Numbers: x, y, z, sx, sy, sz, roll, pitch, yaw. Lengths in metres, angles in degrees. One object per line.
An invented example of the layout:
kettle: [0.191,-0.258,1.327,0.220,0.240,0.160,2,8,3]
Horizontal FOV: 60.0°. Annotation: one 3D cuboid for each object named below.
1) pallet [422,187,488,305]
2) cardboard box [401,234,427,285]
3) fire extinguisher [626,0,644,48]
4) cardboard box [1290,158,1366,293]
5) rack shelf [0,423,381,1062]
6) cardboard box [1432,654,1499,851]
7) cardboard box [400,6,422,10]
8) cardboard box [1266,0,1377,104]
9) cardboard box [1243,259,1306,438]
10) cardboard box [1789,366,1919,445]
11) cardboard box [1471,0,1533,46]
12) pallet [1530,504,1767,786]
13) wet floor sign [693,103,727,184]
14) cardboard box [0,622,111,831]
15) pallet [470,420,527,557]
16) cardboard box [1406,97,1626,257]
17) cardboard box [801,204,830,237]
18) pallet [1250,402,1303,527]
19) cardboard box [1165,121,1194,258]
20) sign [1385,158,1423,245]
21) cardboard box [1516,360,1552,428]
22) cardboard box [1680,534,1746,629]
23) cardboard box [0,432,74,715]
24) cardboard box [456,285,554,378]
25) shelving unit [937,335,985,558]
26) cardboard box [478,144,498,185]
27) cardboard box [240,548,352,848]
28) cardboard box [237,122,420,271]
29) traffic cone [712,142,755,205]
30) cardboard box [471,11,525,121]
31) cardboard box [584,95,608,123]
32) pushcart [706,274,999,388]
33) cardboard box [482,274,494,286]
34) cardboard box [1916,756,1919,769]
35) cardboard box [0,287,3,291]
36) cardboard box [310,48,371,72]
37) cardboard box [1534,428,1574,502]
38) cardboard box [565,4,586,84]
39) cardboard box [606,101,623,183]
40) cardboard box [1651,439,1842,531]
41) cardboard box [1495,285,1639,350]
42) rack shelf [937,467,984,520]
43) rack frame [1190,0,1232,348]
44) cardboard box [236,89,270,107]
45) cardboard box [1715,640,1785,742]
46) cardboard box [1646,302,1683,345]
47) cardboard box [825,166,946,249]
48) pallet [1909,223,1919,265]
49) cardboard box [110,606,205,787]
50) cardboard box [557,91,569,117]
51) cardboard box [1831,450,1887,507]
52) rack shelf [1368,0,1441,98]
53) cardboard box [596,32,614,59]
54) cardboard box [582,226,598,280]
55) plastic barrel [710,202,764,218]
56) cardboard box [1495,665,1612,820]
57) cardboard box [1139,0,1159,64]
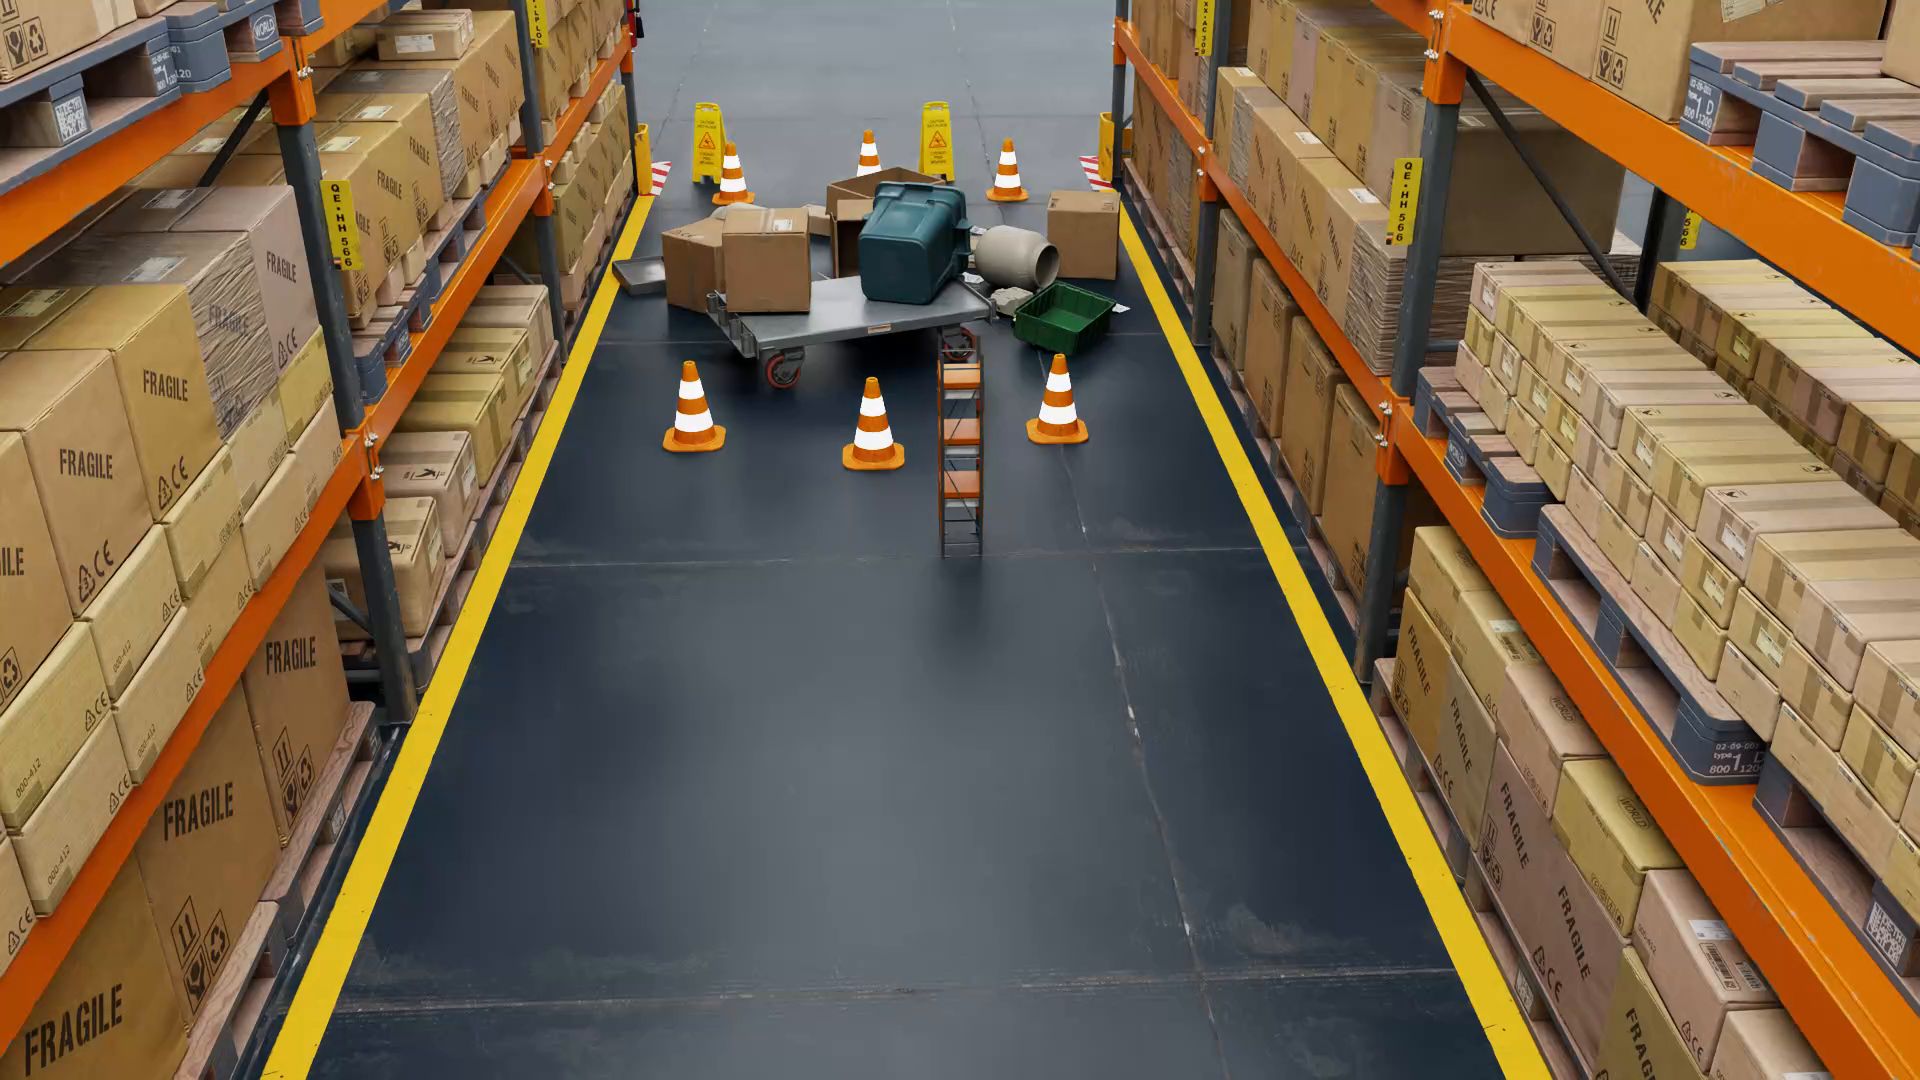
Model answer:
pallet: [-2.886,-1.413,7.923,1.003,0.211,1.213,-1,28,-3]
cardboard box: [-2.517,-1.201,7.126,0.380,0.149,0.250,-1,28,-2]
fire extinguisher: [-2.706,-4.309,13.352,0.296,0.674,0.183,-1,28,-3]
cardboard box: [1.854,-1.458,7.694,0.500,0.500,0.500,-2,28,-4]
rack shelf: [-2.638,0.658,4.523,1.077,0.370,4.000,-1,28,-3]
cardboard box: [2.008,0.736,5.844,0.500,0.500,0.500,-1,28,-2]
cardboard box: [-3.256,-3.045,10.415,0.500,0.500,0.500,0,28,-1]
cardboard box: [2.048,-2.619,8.839,0.700,0.500,0.500,-2,28,-3]
cardboard box: [2.156,-1.057,9.011,1.050,0.750,0.750,-1,28,-3]
cardboard box: [2.728,-0.403,4.952,0.380,0.149,0.250,-1,28,-3]
cardboard box: [1.960,-1.855,5.211,0.500,0.500,0.500,-1,28,-3]
pallet: [2.340,0.247,4.740,1.003,0.211,1.213,-1,28,-3]
wet floor sign: [-2.101,-3.349,13.973,0.267,0.644,0.232,8,29,15]
cardboard box: [-2.330,0.424,3.816,0.500,0.250,0.500,-1,28,-2]
pallet: [-2.842,-0.271,8.542,1.003,0.211,1.213,-1,28,-3]
cardboard box: [2.182,-1.446,6.590,0.700,0.500,0.500,-2,28,-3]
cardboard box: [-1.074,-2.459,12.804,0.380,0.149,0.250,13,30,24]
pallet: [2.169,-0.443,8.870,1.003,0.211,1.213,-1,28,-3]
cardboard box: [1.973,-2.551,11.740,0.875,0.875,0.875,-1,28,-2]
sign: [1.642,-1.249,6.150,0.100,0.325,0.005,-1,28,-3]
cardboard box: [2.054,-0.481,5.425,0.380,0.149,0.250,-2,28,-4]
cardboard box: [2.114,0.102,4.307,0.380,0.149,0.250,-1,28,-2]
cardboard box: [-2.347,0.099,3.628,0.500,0.500,0.500,-2,28,-4]
cardboard box: [-2.921,-1.211,9.716,0.950,0.372,0.625,-1,28,-2]
shelving unit: [0.003,-0.441,7.960,0.215,1.050,0.252,-1,28,-3]
cardboard box: [-2.586,-1.918,8.501,0.380,0.149,0.250,-1,28,-2]
cardboard box: [-2.789,0.492,5.906,0.875,0.875,0.875,-2,28,-3]
cardboard box: [-2.569,-1.401,6.809,0.500,0.500,0.500,0,28,0]
traffic cone: [-1.849,-2.987,13.477,0.336,0.463,0.334,-1,28,-3]
cardboard box: [-2.698,-2.587,9.082,0.500,0.500,0.500,-2,28,-4]
cardboard box: [-2.749,-3.097,11.951,0.380,0.149,0.250,0,28,0]
pushcart: [-0.677,-1.347,10.426,1.648,0.377,0.936,-11,30,-20]
cardboard box: [-3.250,-1.666,10.719,0.500,0.250,0.500,0,28,0]
cardboard box: [2.174,0.453,3.312,0.380,0.149,0.250,-2,28,-4]
cardboard box: [-2.913,-0.371,4.528,0.500,0.500,0.500,-1,28,-1]
cardboard box: [-3.174,-2.111,8.170,0.500,0.500,0.500,-2,28,-3]
cardboard box: [2.062,-0.241,5.286,0.380,0.149,0.250,0,28,0]
cardboard box: [-2.758,-3.282,10.868,0.500,0.500,0.500,-2,28,-3]
cardboard box: [-2.827,-2.974,12.417,0.500,0.500,0.500,0,28,-1]
cardboard box: [2.106,-0.149,4.467,0.380,0.149,0.250,-2,28,-3]
cardboard box: [2.043,-0.747,5.614,0.380,0.149,0.250,-2,28,-4]
rack shelf: [0.003,-0.185,8.093,0.215,0.259,0.240,-1,28,-3]
rack frame: [1.987,-2.598,9.988,1.000,3.000,0.127,-1,28,-3]
cardboard box: [-3.109,-1.984,7.224,0.380,0.149,0.250,-3,28,-5]
cardboard box: [2.128,0.364,4.127,0.380,0.149,0.250,-3,28,-5]
cardboard box: [2.676,-0.741,5.922,0.380,0.149,0.250,-1,28,-2]
cardboard box: [-0.540,-2.422,12.350,0.797,0.503,0.637,-23,35,-37]
pallet: [2.479,-0.438,2.806,1.213,0.211,1.003,-1,28,-3]
cardboard box: [-2.349,0.412,4.378,0.500,0.250,0.500,-2,28,-3]
cardboard box: [-2.734,-2.826,10.697,0.380,0.149,0.250,-1,28,-1]
cardboard box: [2.746,-0.145,4.780,0.380,0.149,0.250,-1,28,-1]
rack shelf: [2.092,-2.686,7.690,1.077,0.370,4.000,-1,28,-3]
cardboard box: [-2.767,-3.649,12.274,0.380,0.149,0.250,-1,28,-2]
cardboard box: [-2.751,-1.924,11.215,0.500,0.250,0.500,0,28,0]
plastic barrel: [-1.540,-2.220,12.048,0.512,0.421,0.421,19,33,32]
cardboard box: [2.030,0.626,5.244,0.500,0.250,0.500,-1,28,-2]
cardboard box: [1.797,-3.827,12.181,0.875,0.550,0.550,-1,28,-3]
